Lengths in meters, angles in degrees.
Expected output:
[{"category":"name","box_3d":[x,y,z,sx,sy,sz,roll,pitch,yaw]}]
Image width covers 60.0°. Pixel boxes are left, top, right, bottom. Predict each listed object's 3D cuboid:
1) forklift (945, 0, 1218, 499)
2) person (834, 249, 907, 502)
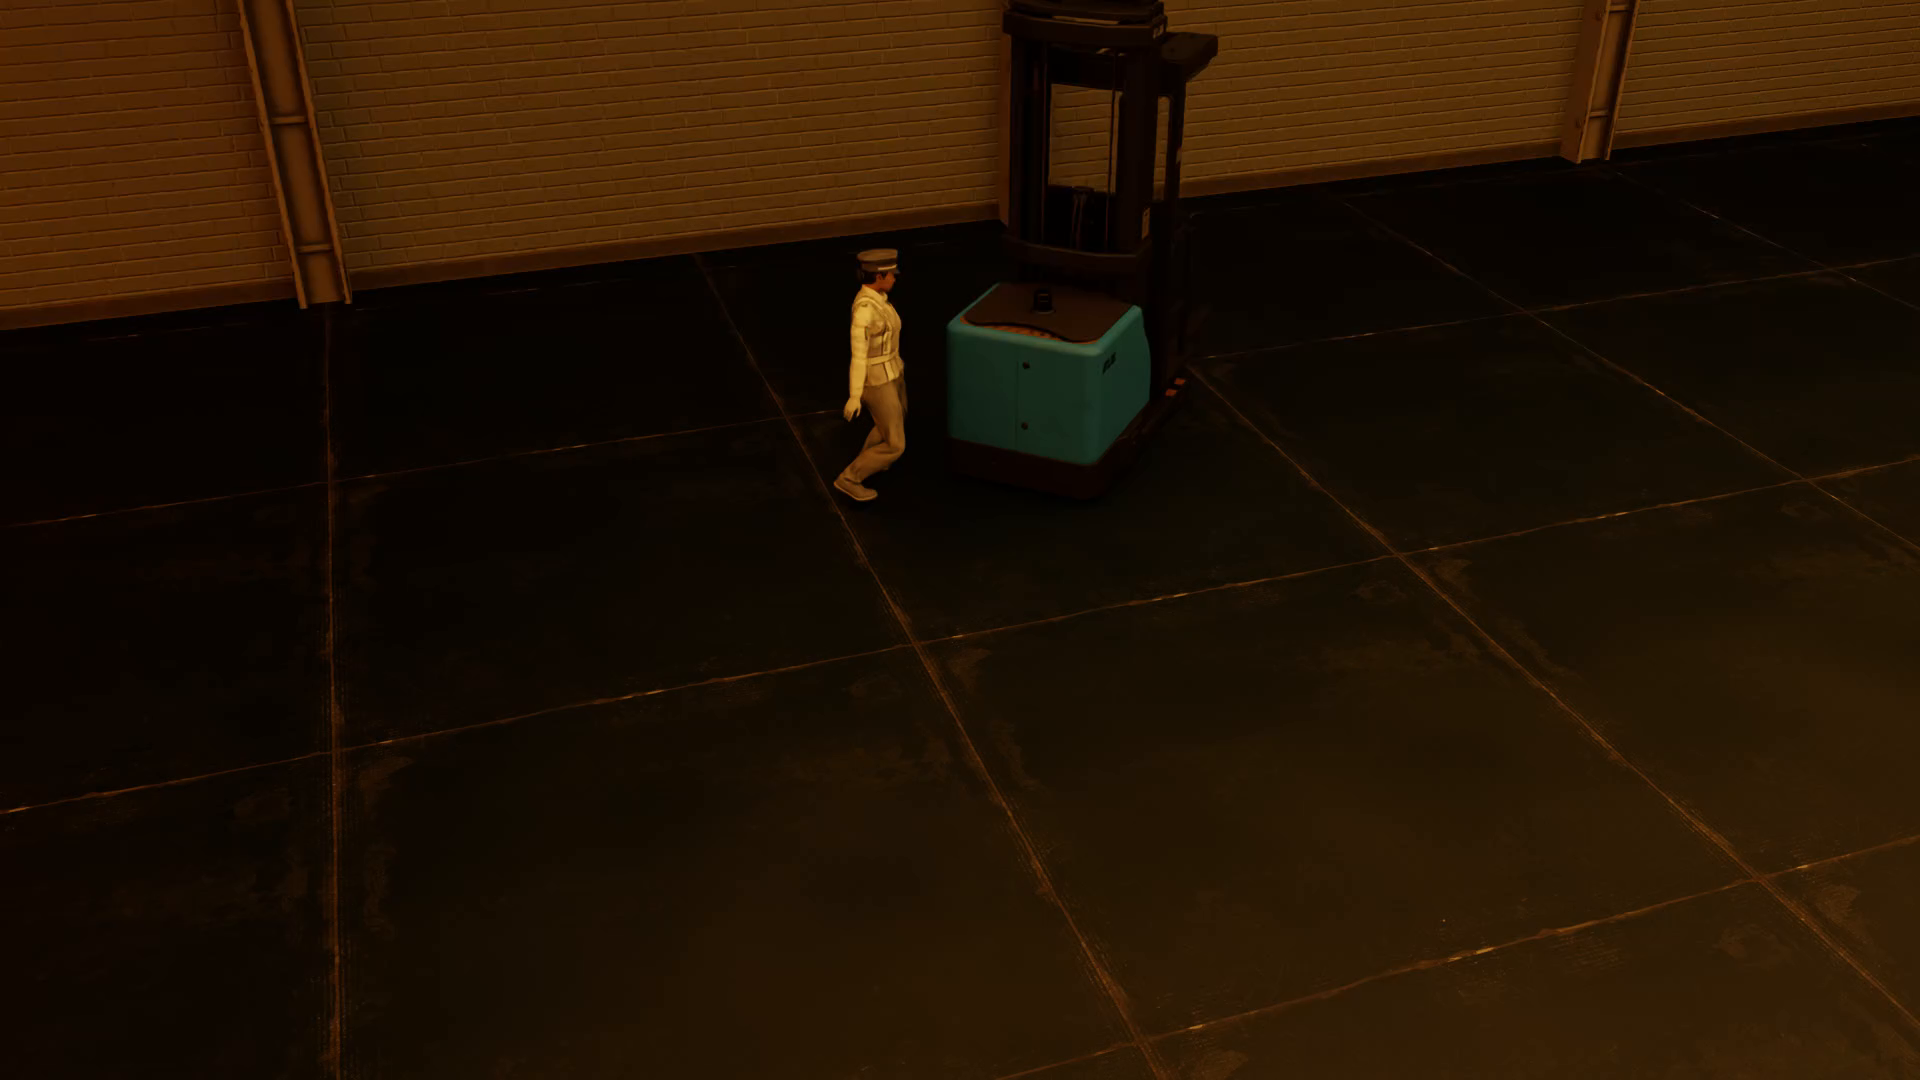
[{"category":"forklift","box_3d":[0.978,-2.236,10.974,1.130,2.935,3.031,13,32,21]},{"category":"person","box_3d":[-0.530,-0.981,10.164,0.460,1.586,0.817,5,30,8]}]
